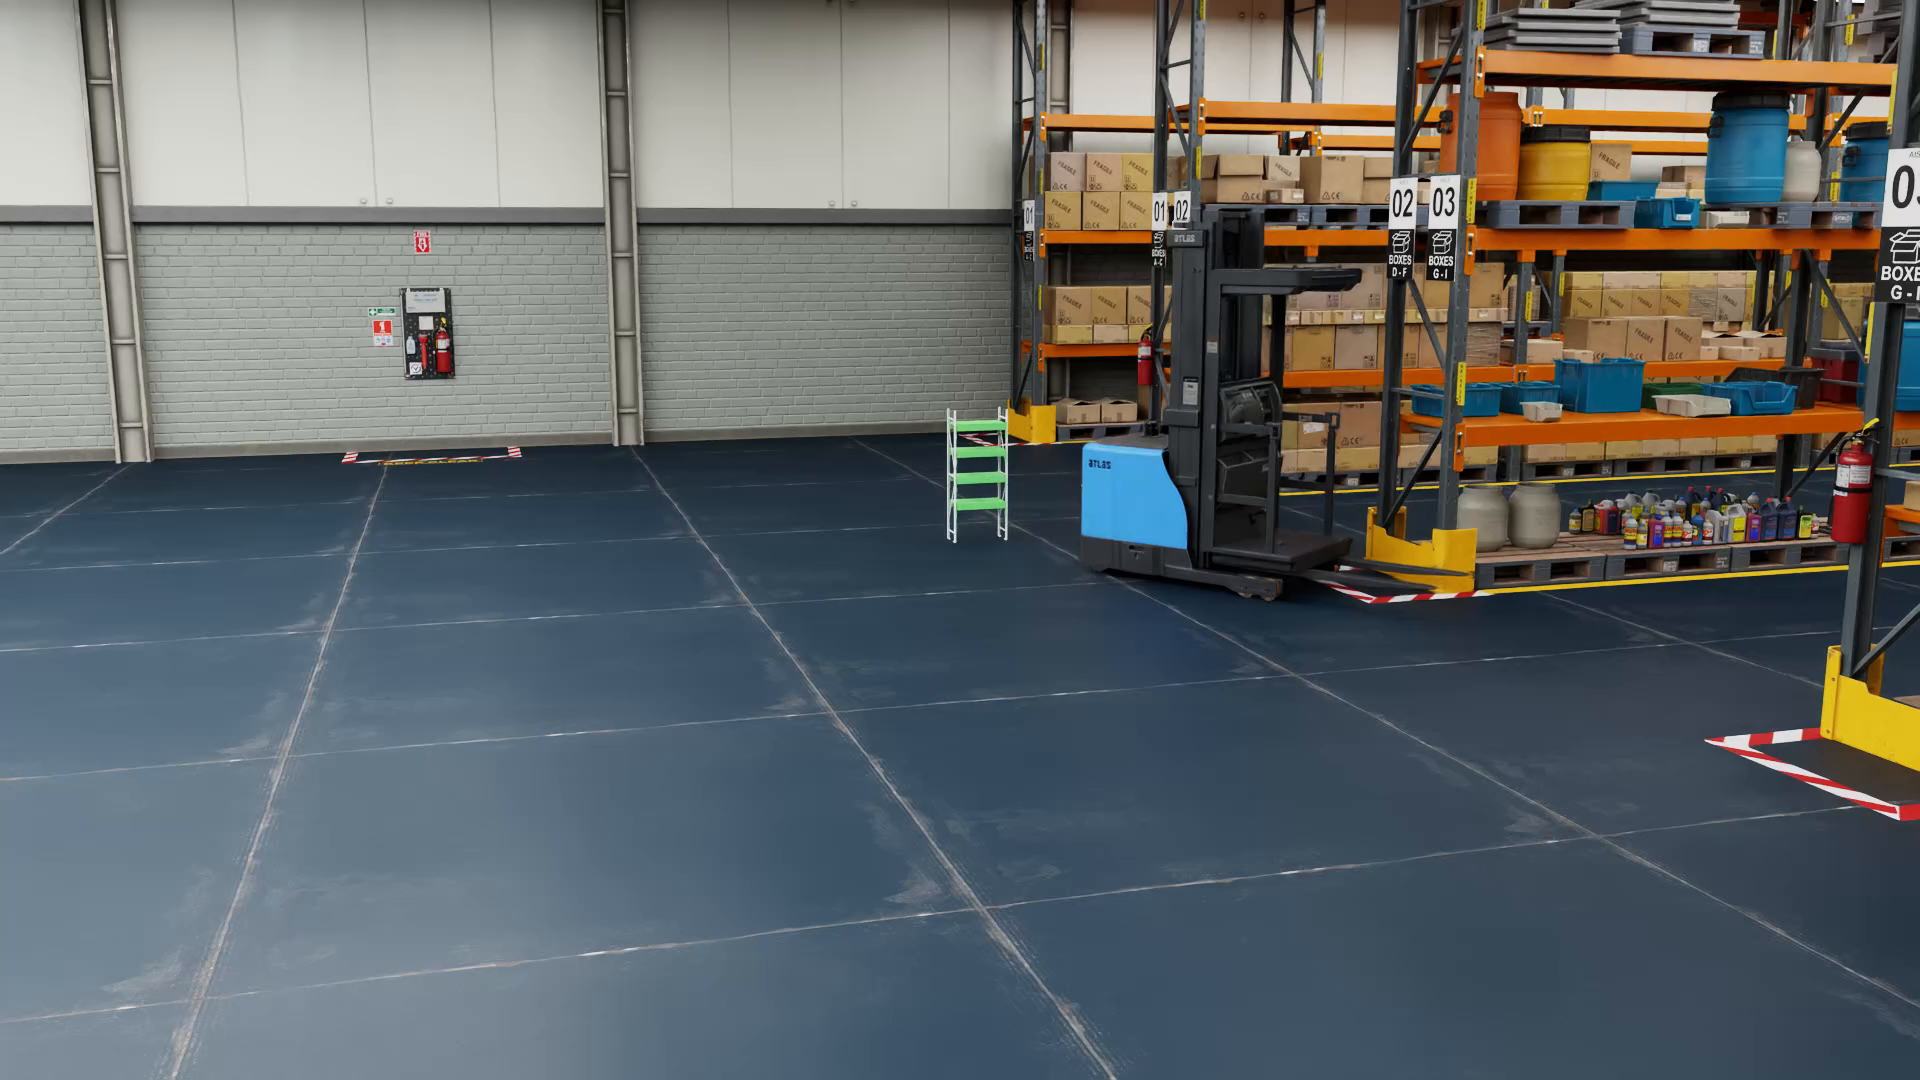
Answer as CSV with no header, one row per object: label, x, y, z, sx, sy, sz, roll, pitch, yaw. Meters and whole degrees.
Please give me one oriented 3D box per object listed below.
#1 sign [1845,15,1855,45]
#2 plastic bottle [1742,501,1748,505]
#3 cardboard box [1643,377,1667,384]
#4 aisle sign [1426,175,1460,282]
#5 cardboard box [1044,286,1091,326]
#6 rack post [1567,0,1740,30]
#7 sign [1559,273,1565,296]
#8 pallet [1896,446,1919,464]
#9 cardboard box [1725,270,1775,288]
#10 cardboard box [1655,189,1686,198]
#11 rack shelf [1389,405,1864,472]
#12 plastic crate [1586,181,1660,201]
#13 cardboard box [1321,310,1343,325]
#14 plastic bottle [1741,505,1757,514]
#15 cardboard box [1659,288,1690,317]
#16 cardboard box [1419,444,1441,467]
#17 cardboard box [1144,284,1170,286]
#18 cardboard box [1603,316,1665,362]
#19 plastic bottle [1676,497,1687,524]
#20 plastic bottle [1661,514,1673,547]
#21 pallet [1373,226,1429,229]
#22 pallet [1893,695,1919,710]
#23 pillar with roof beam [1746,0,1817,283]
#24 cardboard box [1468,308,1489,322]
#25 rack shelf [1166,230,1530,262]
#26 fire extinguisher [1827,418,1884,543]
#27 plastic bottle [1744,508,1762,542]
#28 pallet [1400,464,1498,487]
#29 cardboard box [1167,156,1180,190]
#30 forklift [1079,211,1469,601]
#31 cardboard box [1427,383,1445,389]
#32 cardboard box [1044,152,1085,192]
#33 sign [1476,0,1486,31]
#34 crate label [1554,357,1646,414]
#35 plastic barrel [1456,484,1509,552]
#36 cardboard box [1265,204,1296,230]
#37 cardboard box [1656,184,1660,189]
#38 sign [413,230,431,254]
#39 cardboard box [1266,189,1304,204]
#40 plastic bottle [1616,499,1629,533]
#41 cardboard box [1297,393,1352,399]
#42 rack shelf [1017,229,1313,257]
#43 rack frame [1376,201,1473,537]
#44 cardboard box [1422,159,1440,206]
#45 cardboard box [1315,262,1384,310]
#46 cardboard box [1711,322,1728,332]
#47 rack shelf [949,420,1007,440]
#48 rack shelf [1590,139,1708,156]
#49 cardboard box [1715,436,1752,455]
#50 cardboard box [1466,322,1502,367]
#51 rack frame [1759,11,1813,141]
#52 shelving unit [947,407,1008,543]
sign,10.130,-5.809,18.934,0.005,0.325,0.100,-3,11,-16
plastic bottle,6.986,-0.249,14.834,0.097,0.201,0.097,0,10,0
cardboard box,10.169,-2.486,25.246,0.750,0.750,0.750,-3,11,-16
aisle sign,3.684,-2.376,12.690,0.004,0.787,0.394,-3,11,-16
cardboard box,1.445,-3.151,22.368,0.500,0.500,0.500,-3,11,-16
rack post,5.523,-4.169,13.248,0.954,0.300,0.937,-3,11,-17
sign,8.744,-3.716,24.169,0.005,0.325,0.100,-3,11,-16
pallet,11.868,-1.139,20.853,1.213,0.211,1.003,-3,11,-16
cardboard box,12.047,-3.987,25.400,0.500,0.250,0.500,-3,11,-15
cardboard box,7.984,-3.910,19.172,0.500,0.250,0.500,-4,11,-21
rack shelf,5.592,-0.899,13.837,4.000,0.370,1.077,-3,11,-16
plastic crate,5.418,-2.768,13.760,0.575,0.384,0.392,-3,11,-16
cardboard box,3.964,-2.429,18.093,0.250,0.149,0.380,-3,11,-17
plastic bottle,6.725,-0.163,14.159,0.135,0.276,0.152,-3,11,-16
cardboard box,10.602,-3.542,25.051,0.500,0.500,0.500,-3,11,-14
cardboard box,5.264,-0.985,18.749,0.500,0.250,0.500,-3,11,-16
cardboard box,2.760,-3.316,23.265,0.500,0.500,0.500,-3,11,-15
cardboard box,7.860,-2.353,19.469,0.500,0.500,0.500,-3,11,-16
plastic bottle,6.309,-0.237,14.571,0.097,0.271,0.097,0,10,0
plastic bottle,5.829,-0.081,13.728,0.097,0.271,0.097,0,10,0
pallet,6.361,-4.525,23.779,1.003,0.211,1.213,-3,11,-16
pallet,5.919,1.042,9.008,1.213,0.211,1.003,-3,11,-16
pillar with roof beam,14.058,-5.869,22.277,0.548,9.000,9.100,-3,11,-16
cardboard box,5.692,-2.521,18.589,0.250,0.149,0.380,-3,11,-17
rack shelf,4.211,-3.236,18.244,4.000,0.370,1.077,-3,11,-16
fire extinguisher,4.817,-0.327,8.956,0.183,0.674,0.296,-3,11,-16
plastic bottle,6.645,-0.127,13.942,0.133,0.283,0.061,-2,11,-12
pallet,5.356,-0.811,19.073,1.213,0.211,1.003,-3,11,-16
cardboard box,2.729,-5.042,22.976,0.500,0.500,0.500,-3,11,-16
forklift,2.463,-1.084,13.045,3.031,2.935,1.130,8,13,37
cardboard box,6.911,-2.185,24.520,0.500,0.500,0.700,-3,11,-16
cardboard box,1.340,-4.877,22.081,0.500,0.500,0.500,-4,11,-20
sign,3.821,-3.904,12.177,0.005,0.325,0.100,-3,11,-16
crate label,5.363,-1.309,13.980,0.616,0.435,0.502,-3,11,-16
plastic barrel,4.282,-0.181,13.662,0.421,0.512,0.421,0,10,0
cardboard box,4.325,-4.542,23.021,0.500,0.500,0.500,-3,11,-14
cardboard box,10.062,-5.116,24.978,0.500,0.500,0.700,-2,11,-13
sign,-6.847,-3.795,21.176,0.199,0.298,0.001,-3,11,-16
cardboard box,3.470,-3.669,17.758,0.250,0.149,0.380,-3,11,-16
plastic bottle,5.695,-0.213,14.429,0.135,0.276,0.152,-3,11,-18
cardboard box,4.159,-1.393,18.897,0.500,0.500,0.500,-3,11,-16
rack shelf,2.823,-4.097,22.920,4.000,0.370,1.077,-3,11,-16
rack frame,3.672,-1.152,13.222,0.127,3.000,1.000,-3,11,-16
cardboard box,5.574,-4.036,18.779,0.500,0.500,0.500,-2,11,-11
cardboard box,4.261,-2.803,18.332,0.500,0.500,0.700,-3,11,-16
cardboard box,11.444,-3.256,25.288,0.250,0.149,0.380,-3,11,-16
rack shelf,0.159,-1.008,15.112,0.480,0.148,0.258,-3,11,-16
rack shelf,10.504,-5.780,24.884,4.000,0.370,1.077,-3,11,-16
cardboard box,9.041,-1.177,19.790,0.500,0.250,0.500,-3,11,-17
cardboard box,5.707,-2.241,18.863,0.500,0.500,0.700,-3,11,-17
rack frame,12.424,-6.432,25.332,0.127,3.000,1.000,-3,11,-16
shelving unit,0.159,-0.598,15.187,0.503,1.200,0.258,-3,11,-16
